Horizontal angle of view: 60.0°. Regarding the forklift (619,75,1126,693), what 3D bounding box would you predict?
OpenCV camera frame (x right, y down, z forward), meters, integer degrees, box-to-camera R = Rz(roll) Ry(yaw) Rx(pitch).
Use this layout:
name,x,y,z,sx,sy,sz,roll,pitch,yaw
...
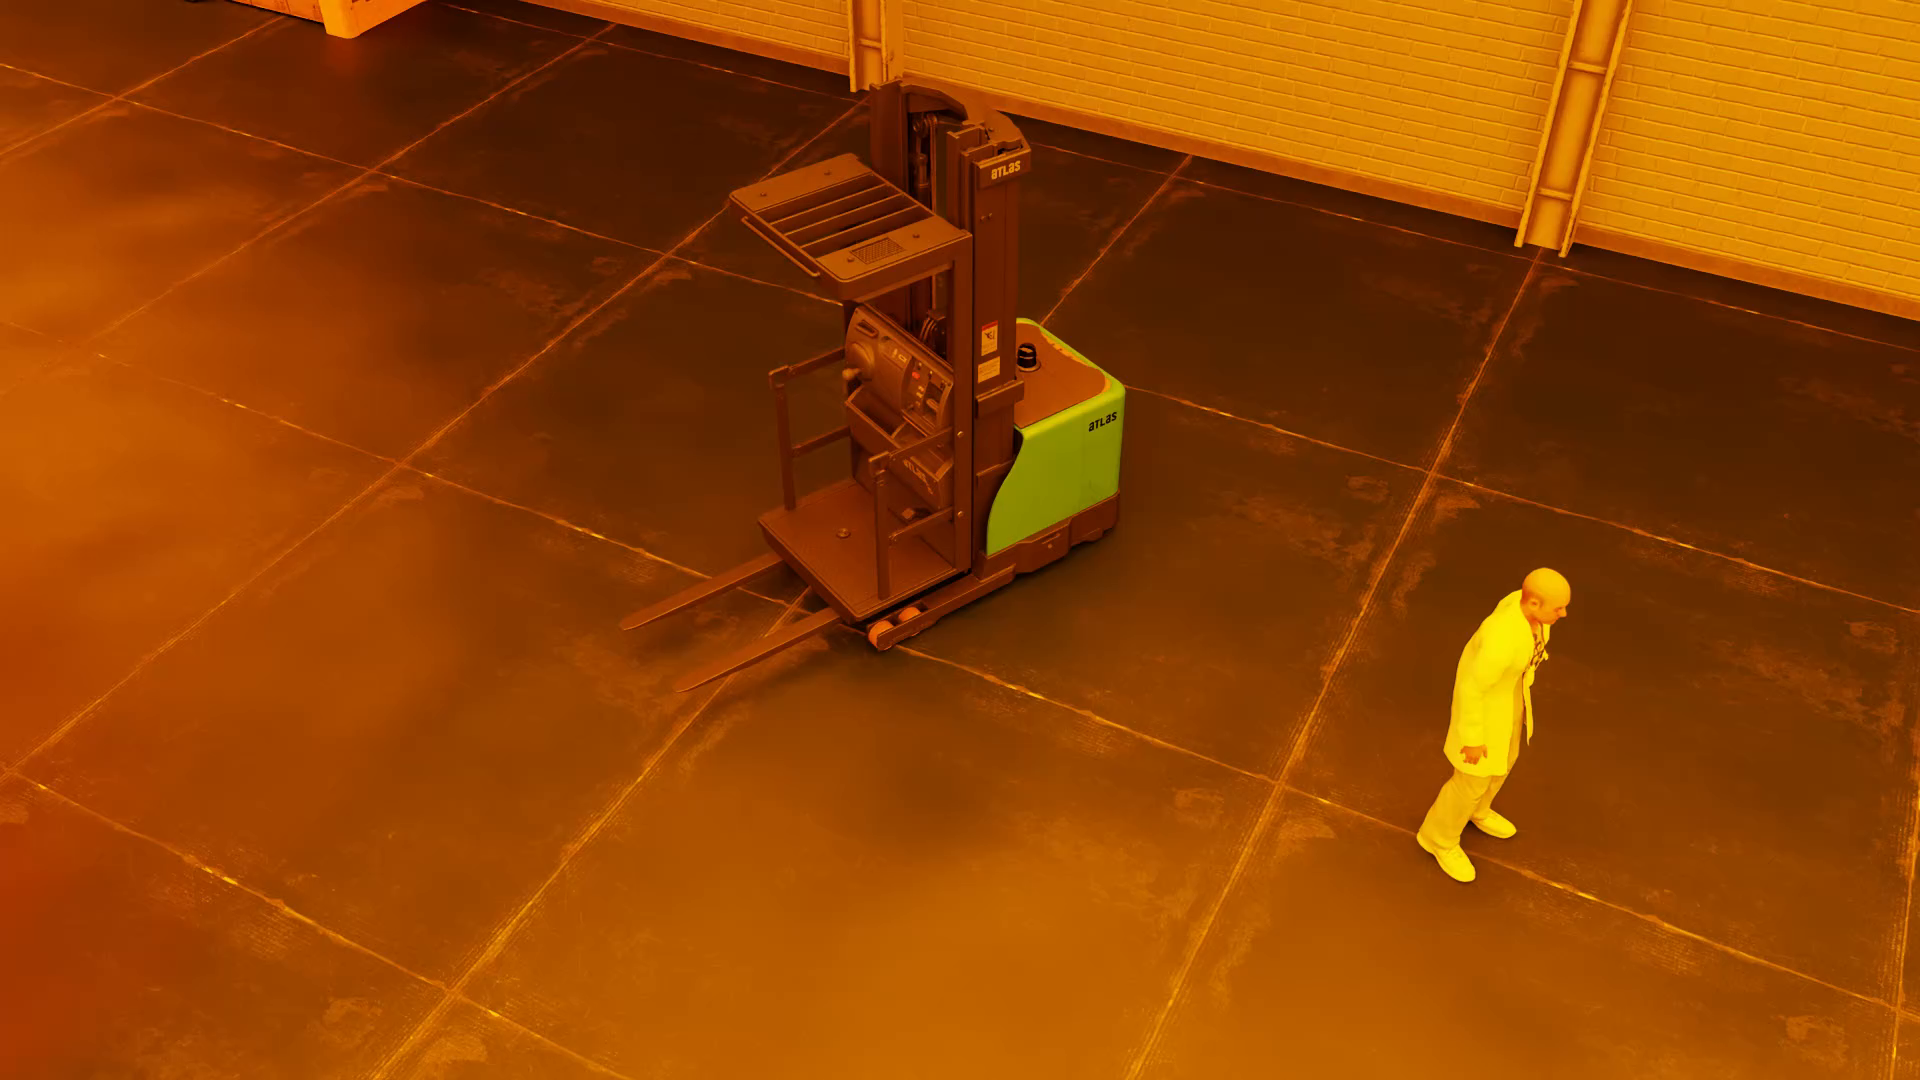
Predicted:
name,x,y,z,sx,sy,sz,roll,pitch,yaw
forklift,-0.506,-0.880,9.032,3.031,2.935,1.130,-25,46,-27

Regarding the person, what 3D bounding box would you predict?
name,x,y,z,sx,sy,sz,roll,pitch,yaw
person,2.556,0.818,7.915,0.435,1.772,0.643,30,48,30
